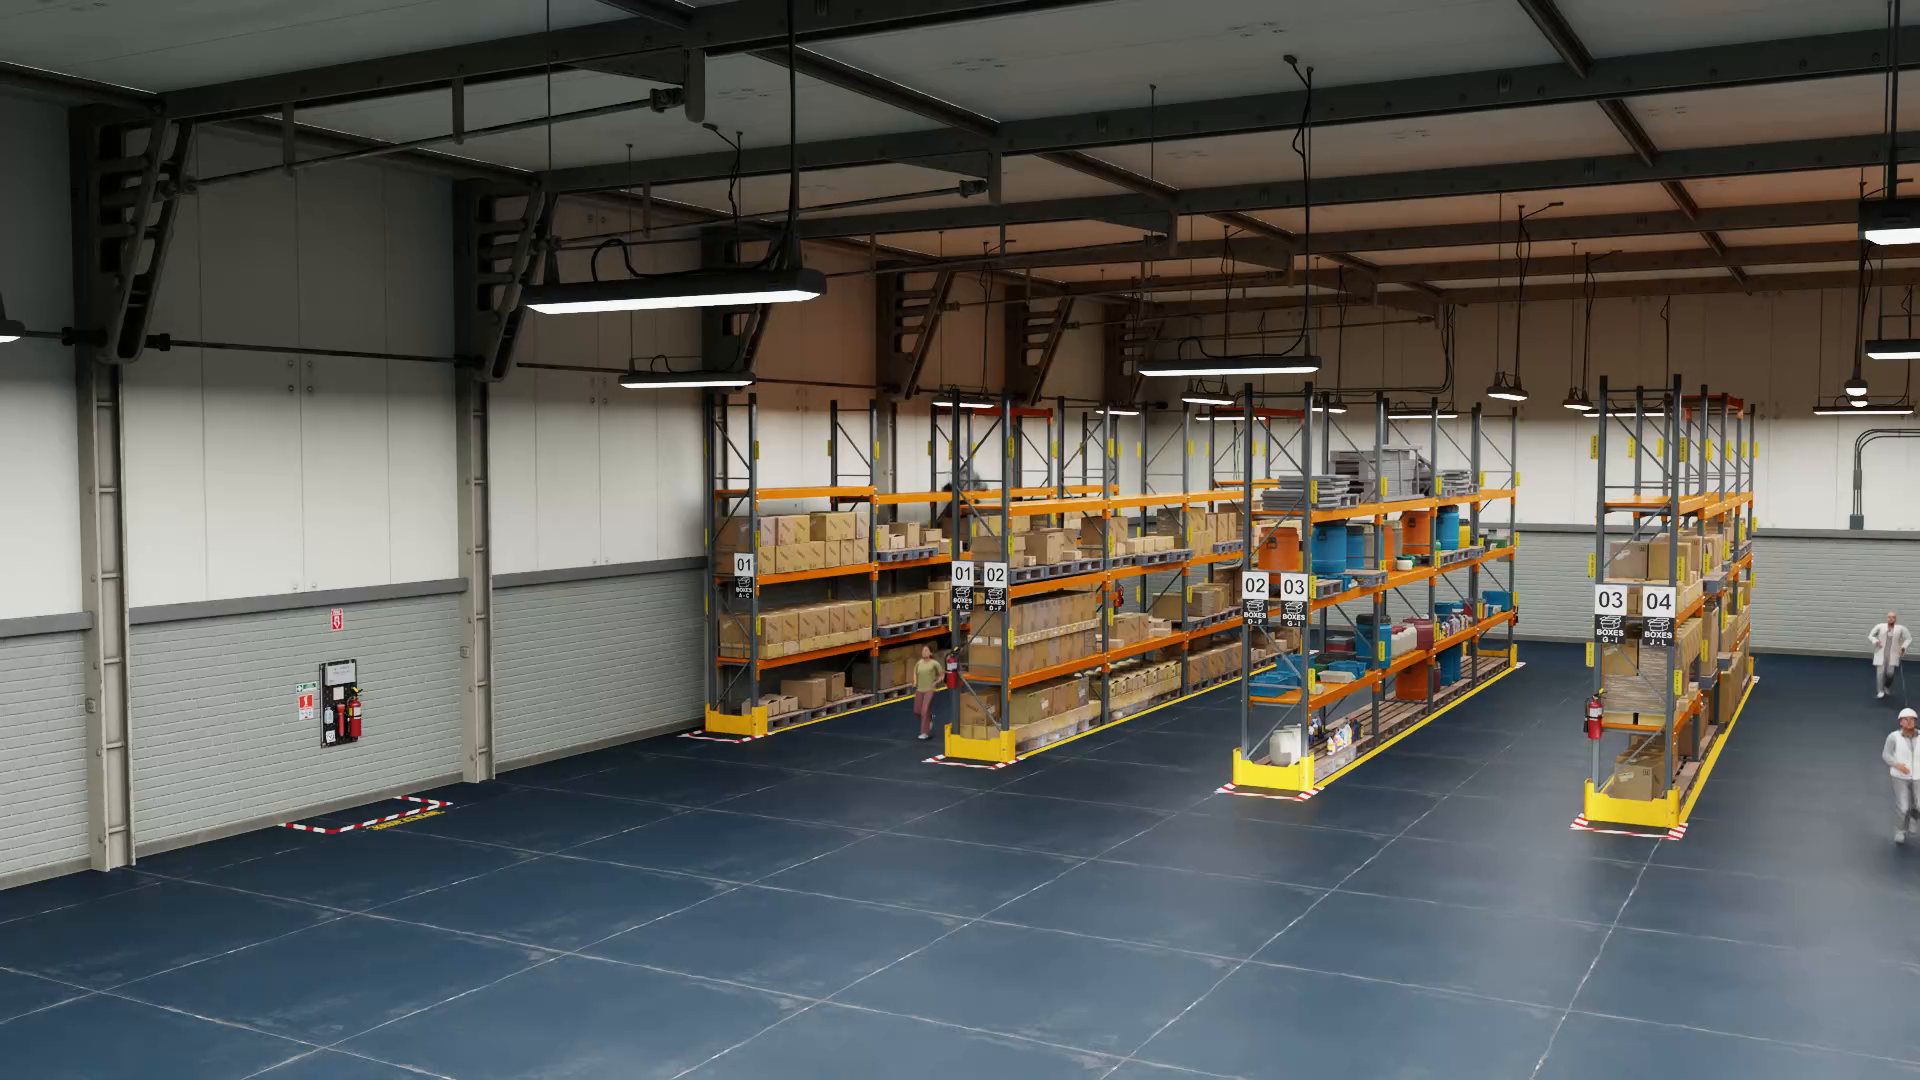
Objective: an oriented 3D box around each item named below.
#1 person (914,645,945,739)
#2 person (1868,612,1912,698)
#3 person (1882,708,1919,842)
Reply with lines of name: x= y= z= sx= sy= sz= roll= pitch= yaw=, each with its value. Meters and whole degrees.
person: x=-0.559 y=2.625 z=28.932 sx=0.581 sy=1.619 sz=0.641 roll=1 pitch=3 yaw=24
person: x=18.780 y=2.334 z=33.622 sx=0.778 sy=1.731 sz=0.656 roll=2 pitch=4 yaw=34
person: x=12.057 y=3.000 z=21.068 sx=0.682 sy=1.734 sz=0.703 roll=1 pitch=3 yaw=22
